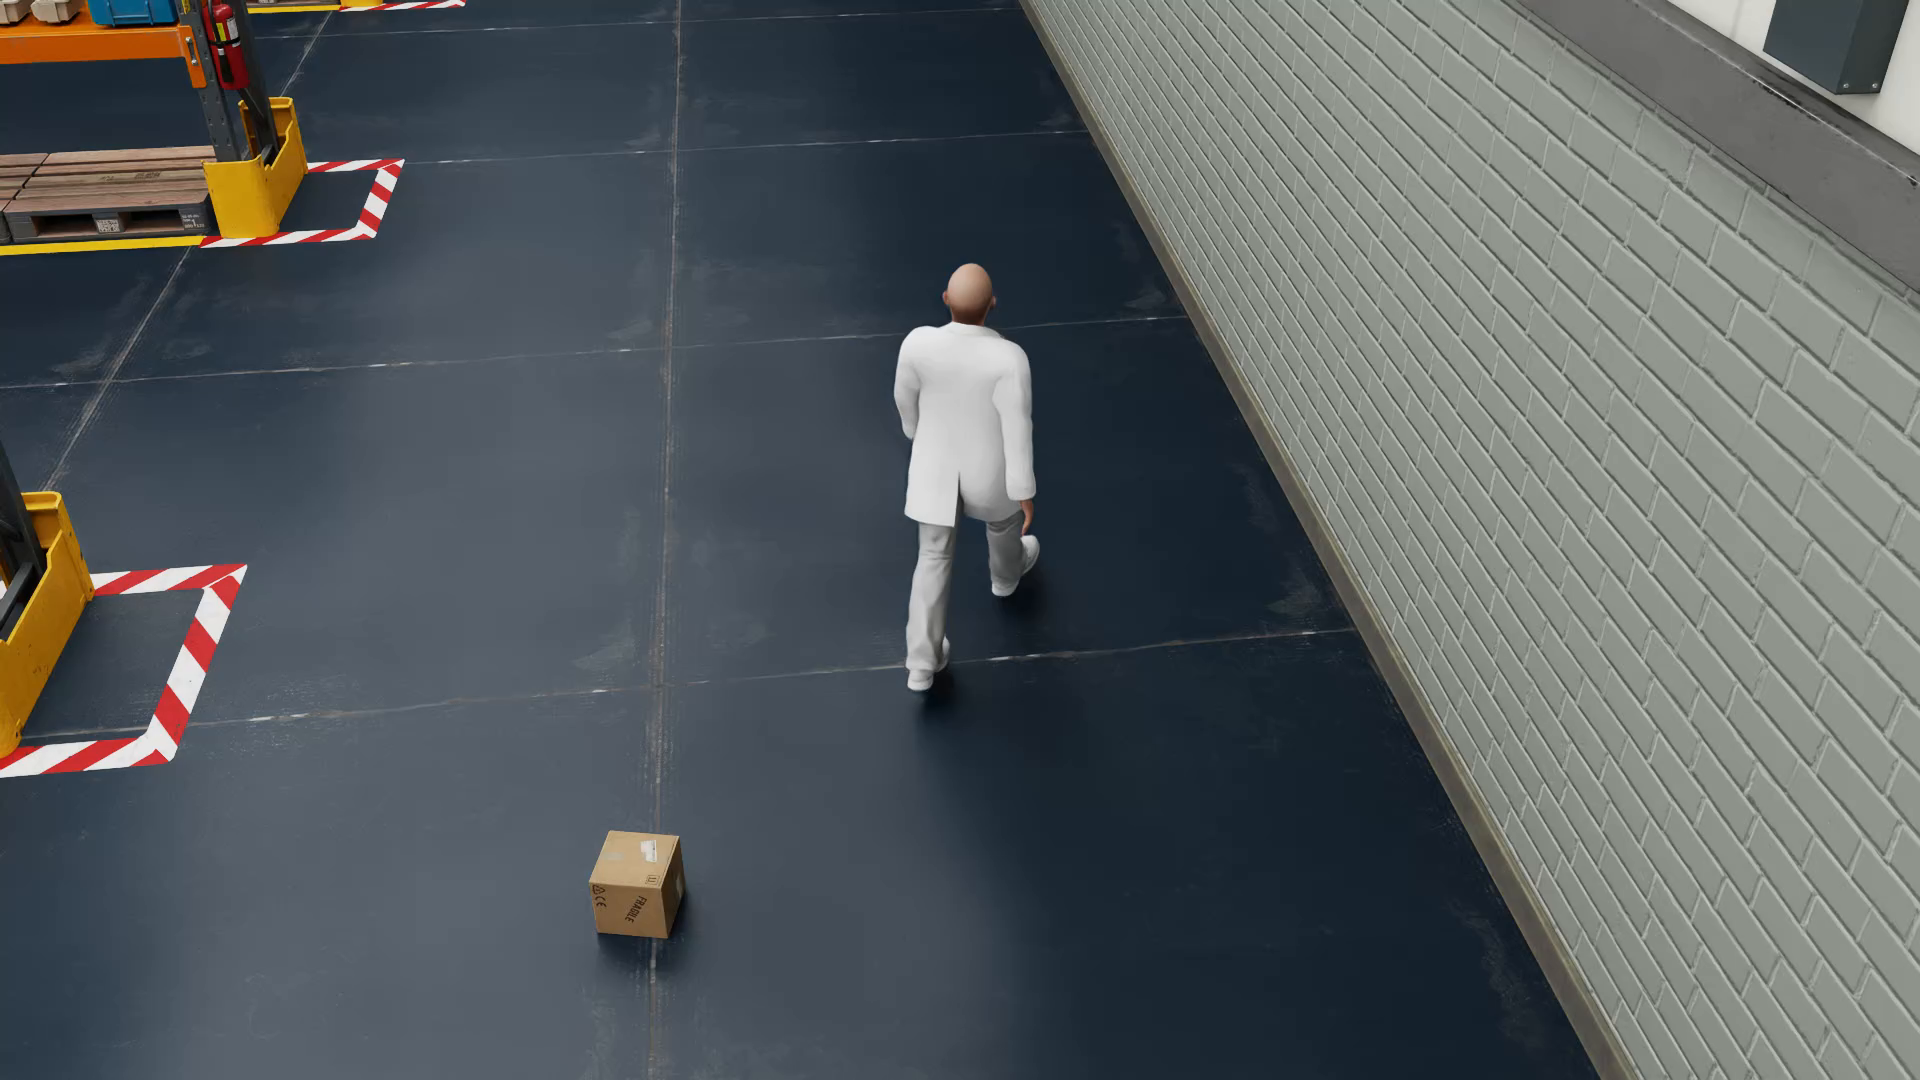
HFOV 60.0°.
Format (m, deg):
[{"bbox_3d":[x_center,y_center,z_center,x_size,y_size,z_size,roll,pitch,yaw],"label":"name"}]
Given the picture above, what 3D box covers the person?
[{"bbox_3d":[0.040,-0.345,6.659,0.612,1.718,1.157,7,35,10],"label":"person"}]
